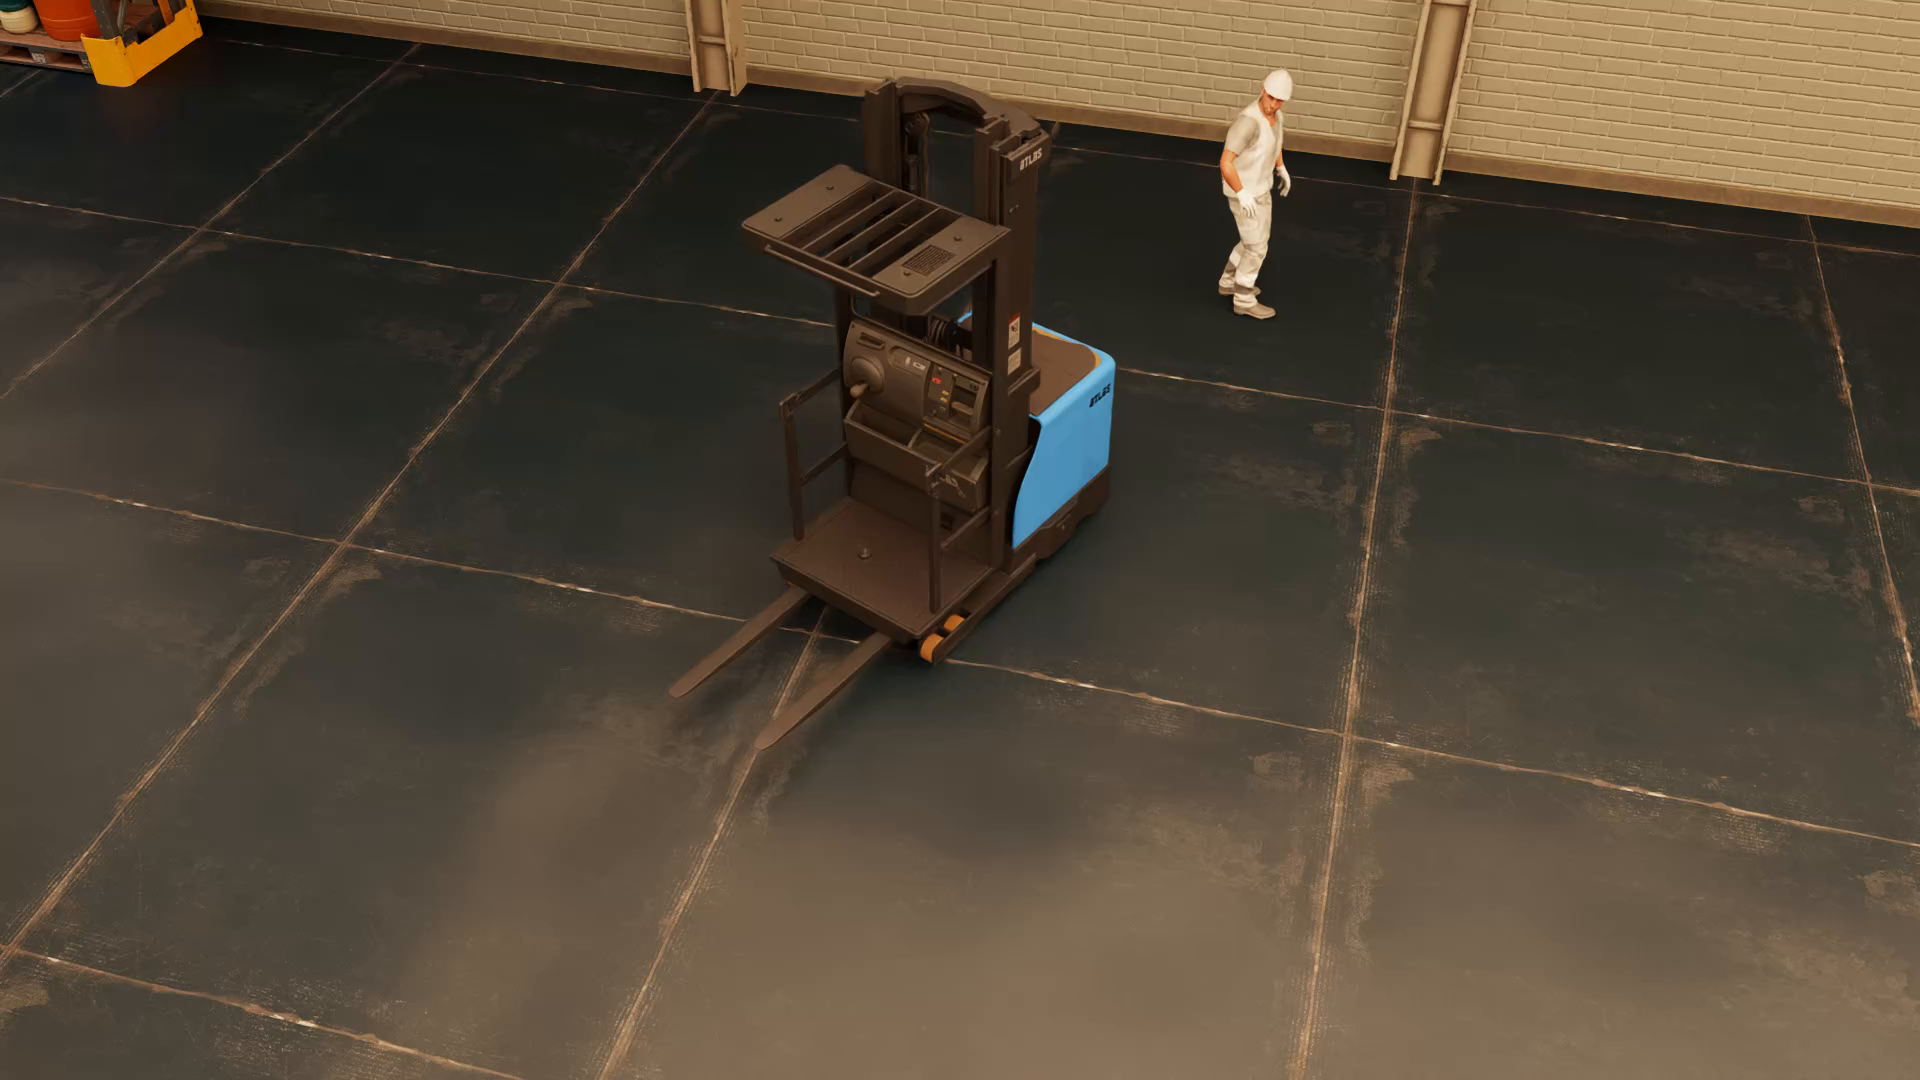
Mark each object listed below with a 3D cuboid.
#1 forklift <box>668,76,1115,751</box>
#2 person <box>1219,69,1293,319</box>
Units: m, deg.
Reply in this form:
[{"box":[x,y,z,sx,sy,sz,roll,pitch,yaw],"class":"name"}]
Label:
[{"box":[-0.370,-0.782,8.754,1.130,2.935,3.031,27,48,27],"class":"forklift"},{"box":[2.088,-2.402,11.494,0.505,1.757,0.749,18,44,20],"class":"person"}]
